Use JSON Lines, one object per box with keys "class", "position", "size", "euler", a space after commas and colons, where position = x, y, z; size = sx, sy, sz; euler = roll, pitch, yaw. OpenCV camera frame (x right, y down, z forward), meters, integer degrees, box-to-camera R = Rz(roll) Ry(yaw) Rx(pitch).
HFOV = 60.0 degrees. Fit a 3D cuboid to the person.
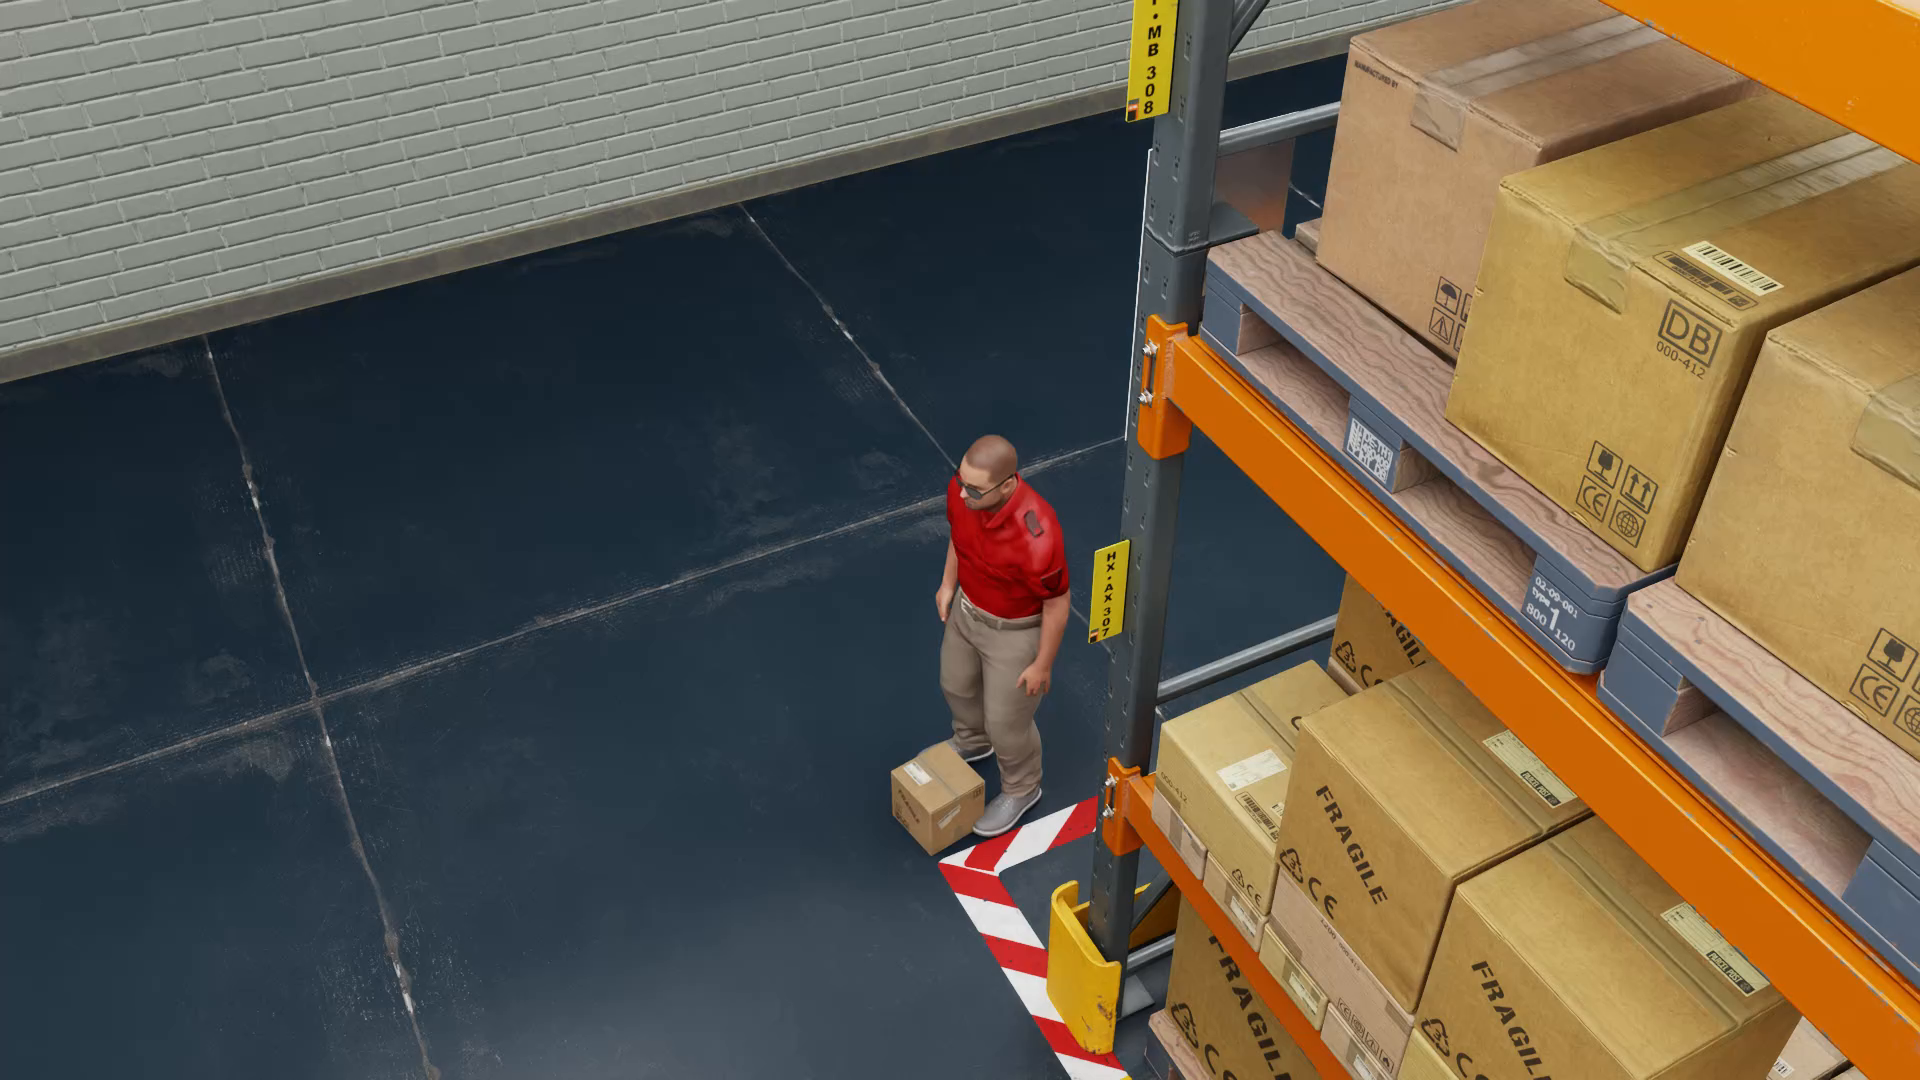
{"class": "person", "position": [0.125, 0.302, 5.822], "size": [0.392, 1.725, 0.591], "euler": [-26, 47, -27]}
